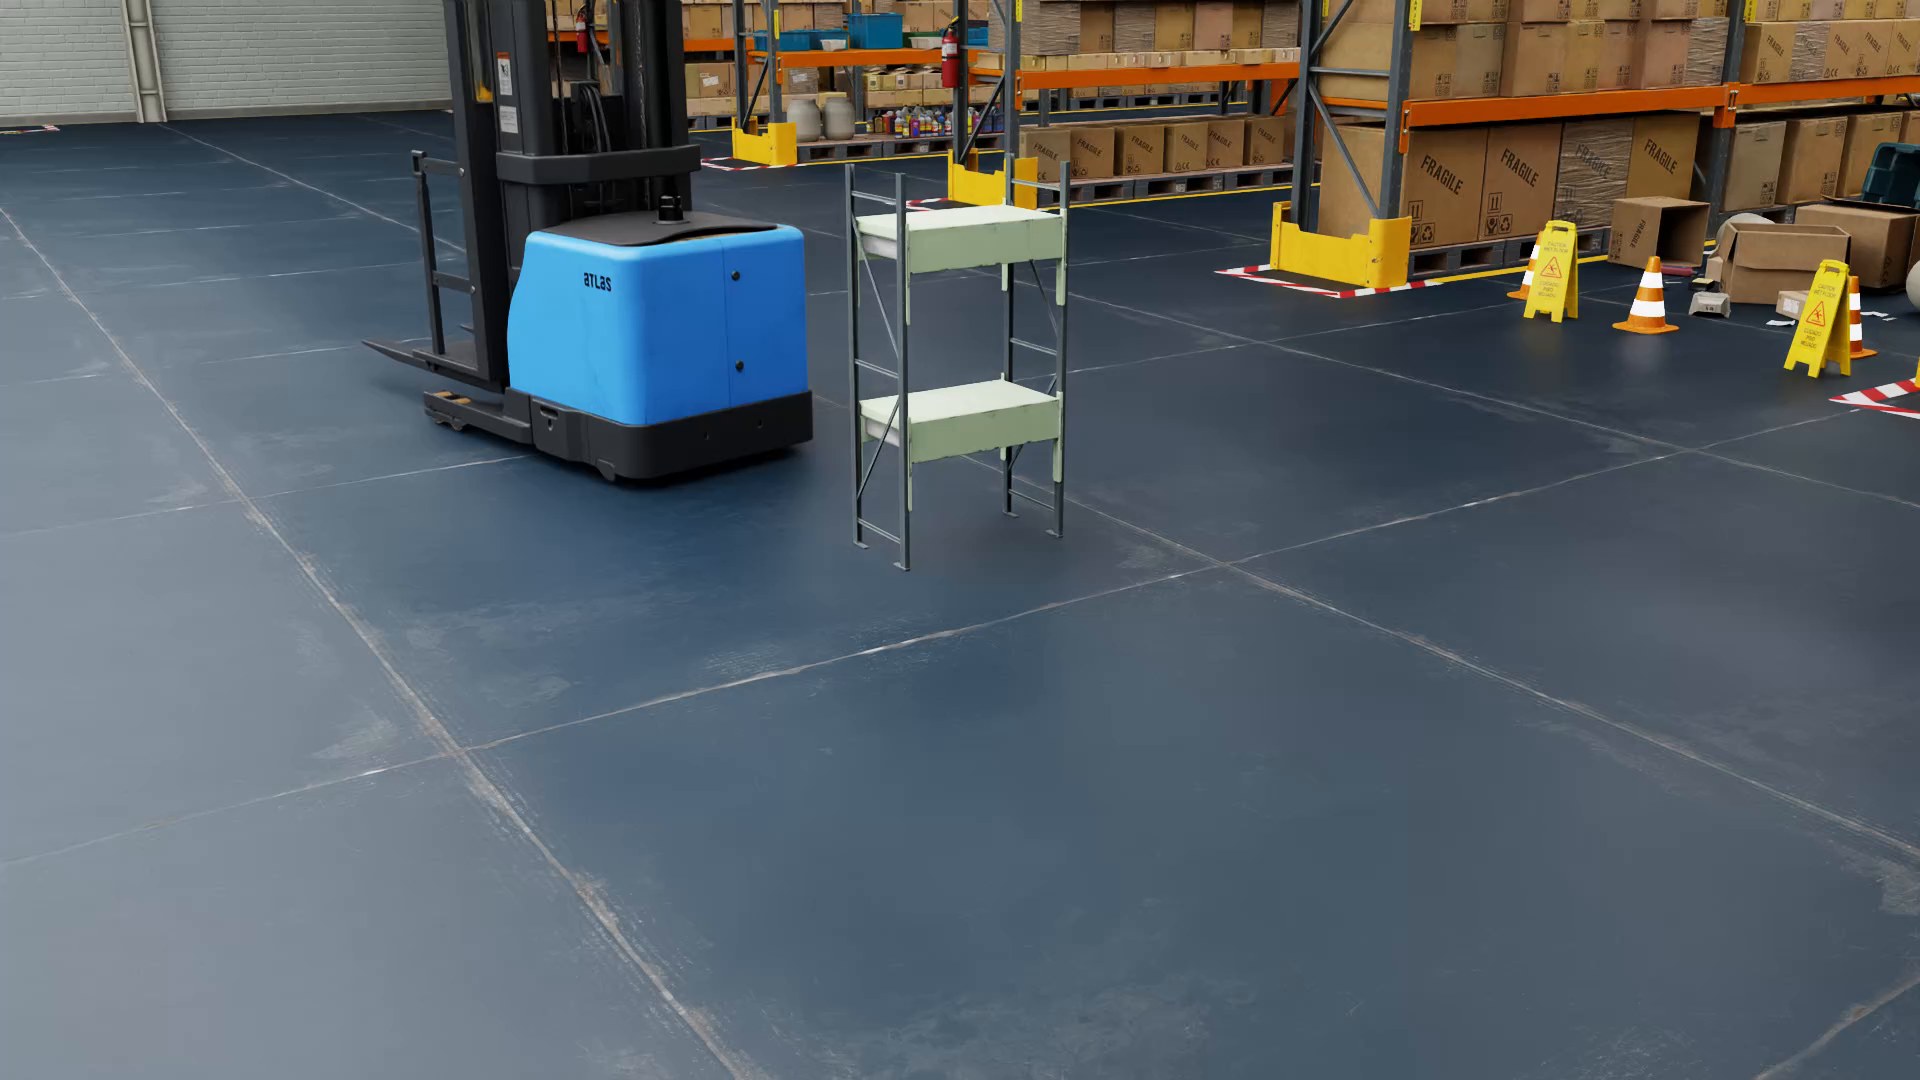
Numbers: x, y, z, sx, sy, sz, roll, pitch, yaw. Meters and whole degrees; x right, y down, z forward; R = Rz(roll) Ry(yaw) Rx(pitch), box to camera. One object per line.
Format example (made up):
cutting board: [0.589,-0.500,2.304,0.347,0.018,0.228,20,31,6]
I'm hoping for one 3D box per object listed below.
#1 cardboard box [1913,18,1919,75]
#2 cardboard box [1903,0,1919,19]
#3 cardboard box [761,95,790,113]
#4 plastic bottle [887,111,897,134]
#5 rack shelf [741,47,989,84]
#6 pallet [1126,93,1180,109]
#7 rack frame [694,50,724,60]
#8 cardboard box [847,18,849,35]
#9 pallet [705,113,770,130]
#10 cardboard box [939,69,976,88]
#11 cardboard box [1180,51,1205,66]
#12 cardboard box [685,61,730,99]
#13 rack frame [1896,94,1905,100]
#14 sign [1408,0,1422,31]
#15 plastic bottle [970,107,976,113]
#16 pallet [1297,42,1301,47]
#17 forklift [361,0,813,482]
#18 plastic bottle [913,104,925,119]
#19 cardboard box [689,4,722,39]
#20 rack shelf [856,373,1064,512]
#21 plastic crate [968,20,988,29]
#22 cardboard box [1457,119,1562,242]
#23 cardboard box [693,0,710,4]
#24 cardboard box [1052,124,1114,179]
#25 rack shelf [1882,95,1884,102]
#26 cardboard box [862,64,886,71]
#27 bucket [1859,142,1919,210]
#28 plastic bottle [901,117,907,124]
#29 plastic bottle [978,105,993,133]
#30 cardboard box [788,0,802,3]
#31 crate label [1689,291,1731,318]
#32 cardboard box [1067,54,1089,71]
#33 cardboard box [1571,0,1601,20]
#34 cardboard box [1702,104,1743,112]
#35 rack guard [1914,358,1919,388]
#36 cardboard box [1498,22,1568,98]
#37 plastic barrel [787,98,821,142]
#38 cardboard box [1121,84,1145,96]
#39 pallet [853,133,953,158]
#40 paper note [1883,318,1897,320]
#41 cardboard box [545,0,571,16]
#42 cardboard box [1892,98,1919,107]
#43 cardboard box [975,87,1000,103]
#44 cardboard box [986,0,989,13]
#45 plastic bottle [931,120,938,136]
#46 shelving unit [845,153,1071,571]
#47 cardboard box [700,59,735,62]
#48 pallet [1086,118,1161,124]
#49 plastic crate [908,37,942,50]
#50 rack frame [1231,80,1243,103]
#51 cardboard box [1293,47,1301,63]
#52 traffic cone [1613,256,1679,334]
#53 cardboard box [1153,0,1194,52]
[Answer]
cardboard box: [8.934,-4.665,15.703,0.500,0.500,0.500,-12,22,-31]
cardboard box: [8.777,-5.211,15.758,0.500,0.500,0.700,-12,22,-32]
cardboard box: [-2.950,-6.725,25.591,0.500,0.250,0.500,-12,22,-31]
plastic bottle: [-0.892,-5.487,21.847,0.133,0.283,0.061,-12,22,-31]
rack shelf: [-0.799,-6.128,21.310,4.000,0.370,1.077,-12,22,-31]
pallet: [3.153,-7.865,29.679,1.213,0.211,1.003,-12,22,-31]
rack frame: [-4.577,-9.471,30.075,0.127,3.000,1.000,-12,22,-31]
cardboard box: [-1.463,-8.174,26.473,0.500,0.250,0.500,-10,21,-28]
pallet: [-3.557,-6.480,25.583,1.213,0.211,1.003,-12,22,-31]
cardboard box: [-0.084,-7.586,27.261,0.500,0.311,0.500,-11,22,-30]
cardboard box: [2.317,-5.000,17.244,0.250,0.149,0.380,-12,22,-31]
cardboard box: [-3.793,-6.908,24.963,0.500,0.500,0.500,-12,22,-31]
rack frame: [13.617,-7.610,24.570,0.127,3.000,1.000,-12,22,-31]
sign: [3.198,-3.745,11.663,0.005,0.325,0.100,-12,22,-31]
plastic bottle: [0.168,-5.711,22.508,0.133,0.283,0.061,-12,22,-31]
pallet: [4.314,-5.501,18.632,1.213,0.211,1.003,-12,22,-31]
forklift: [-2.092,-2.038,8.197,1.130,2.935,3.031,-17,25,-41]
plastic bottle: [-0.544,-5.635,22.178,0.185,0.351,0.144,-12,22,-32]
cardboard box: [-3.940,-7.748,24.822,0.500,0.500,0.700,-12,22,-31]
rack shelf: [-0.006,-0.400,6.606,0.720,0.370,0.431,-12,22,-31]
plastic crate: [0.364,-6.733,22.074,0.504,0.338,0.767,-12,22,-31]
cardboard box: [4.162,-2.932,13.396,0.875,0.875,0.875,-12,22,-32]
cardboard box: [-3.883,-7.990,24.527,0.250,0.149,0.380,-13,23,-33]
cardboard box: [1.266,-4.026,17.218,0.500,0.500,0.500,-6,20,-17]
rack shelf: [11.250,-4.868,17.582,4.000,0.370,1.077,-12,22,-31]
cardboard box: [-1.809,-9.059,32.072,0.500,0.500,0.700,-12,22,-31]
bucket: [7.393,-2.680,12.727,0.620,0.611,0.726,5,17,-16]
plastic bottle: [-0.751,-5.471,21.927,0.097,0.201,0.097,0,19,0]
plastic bottle: [0.332,-5.550,21.927,0.185,0.351,0.144,-13,23,-34]
cardboard box: [-2.603,-8.259,25.323,0.250,0.149,0.380,-12,22,-32]
crate label: [5.083,-1.597,11.256,0.250,0.136,0.298,9,21,25]
cardboard box: [1.060,-4.738,16.467,0.250,0.149,0.380,-12,22,-31]
cardboard box: [4.551,-4.397,13.146,0.500,0.550,0.875,-12,22,-31]
cardboard box: [9.753,-5.979,22.410,0.875,0.875,1.225,-12,22,-31]
rack guard: [5.768,-0.970,8.833,0.348,0.500,1.175,-12,22,-31]
cardboard box: [4.167,-3.763,12.958,0.550,0.550,0.875,-12,22,-31]
plastic barrel: [-1.962,-5.273,20.887,0.421,0.512,0.421,0,19,0]
cardboard box: [2.884,-8.060,29.117,0.500,0.500,0.500,-12,22,-32]
pallet: [-0.733,-5.176,21.727,1.213,0.211,1.003,-12,22,-31]
paper note: [6.201,-1.473,11.087,0.123,0.001,0.032,-12,22,-31]
cardboard box: [-6.936,-9.148,28.152,0.500,0.500,0.500,-12,22,-31]
cardboard box: [10.006,-4.417,17.202,0.500,0.250,0.500,-13,22,-33]
cardboard box: [0.335,-7.410,27.617,0.500,0.250,0.500,-11,22,-30]
cardboard box: [0.598,-10.661,32.943,0.500,0.500,0.500,-11,22,-30]
plastic bottle: [-0.331,-5.330,21.511,0.097,0.201,0.097,0,19,0]
shelving unit: [-0.006,-0.709,6.501,0.755,1.500,0.431,-12,22,-31]
cardboard box: [-3.661,-7.135,25.633,0.500,0.500,0.500,-12,22,-31]
pallet: [2.526,-5.865,23.763,1.213,0.211,1.003,-12,22,-31]
plastic crate: [-0.346,-6.342,21.232,0.437,0.136,0.530,-12,22,-31]
rack frame: [4.832,-9.555,30.326,0.127,3.000,1.000,-12,22,-31]
cardboard box: [3.577,-5.260,18.014,0.250,0.149,0.380,-12,22,-31]
traffic cone: [4.460,-1.597,10.745,0.334,0.463,0.336,-12,22,-31]
cardboard box: [1.946,-5.351,17.268,0.500,0.500,0.875,-12,22,-31]
